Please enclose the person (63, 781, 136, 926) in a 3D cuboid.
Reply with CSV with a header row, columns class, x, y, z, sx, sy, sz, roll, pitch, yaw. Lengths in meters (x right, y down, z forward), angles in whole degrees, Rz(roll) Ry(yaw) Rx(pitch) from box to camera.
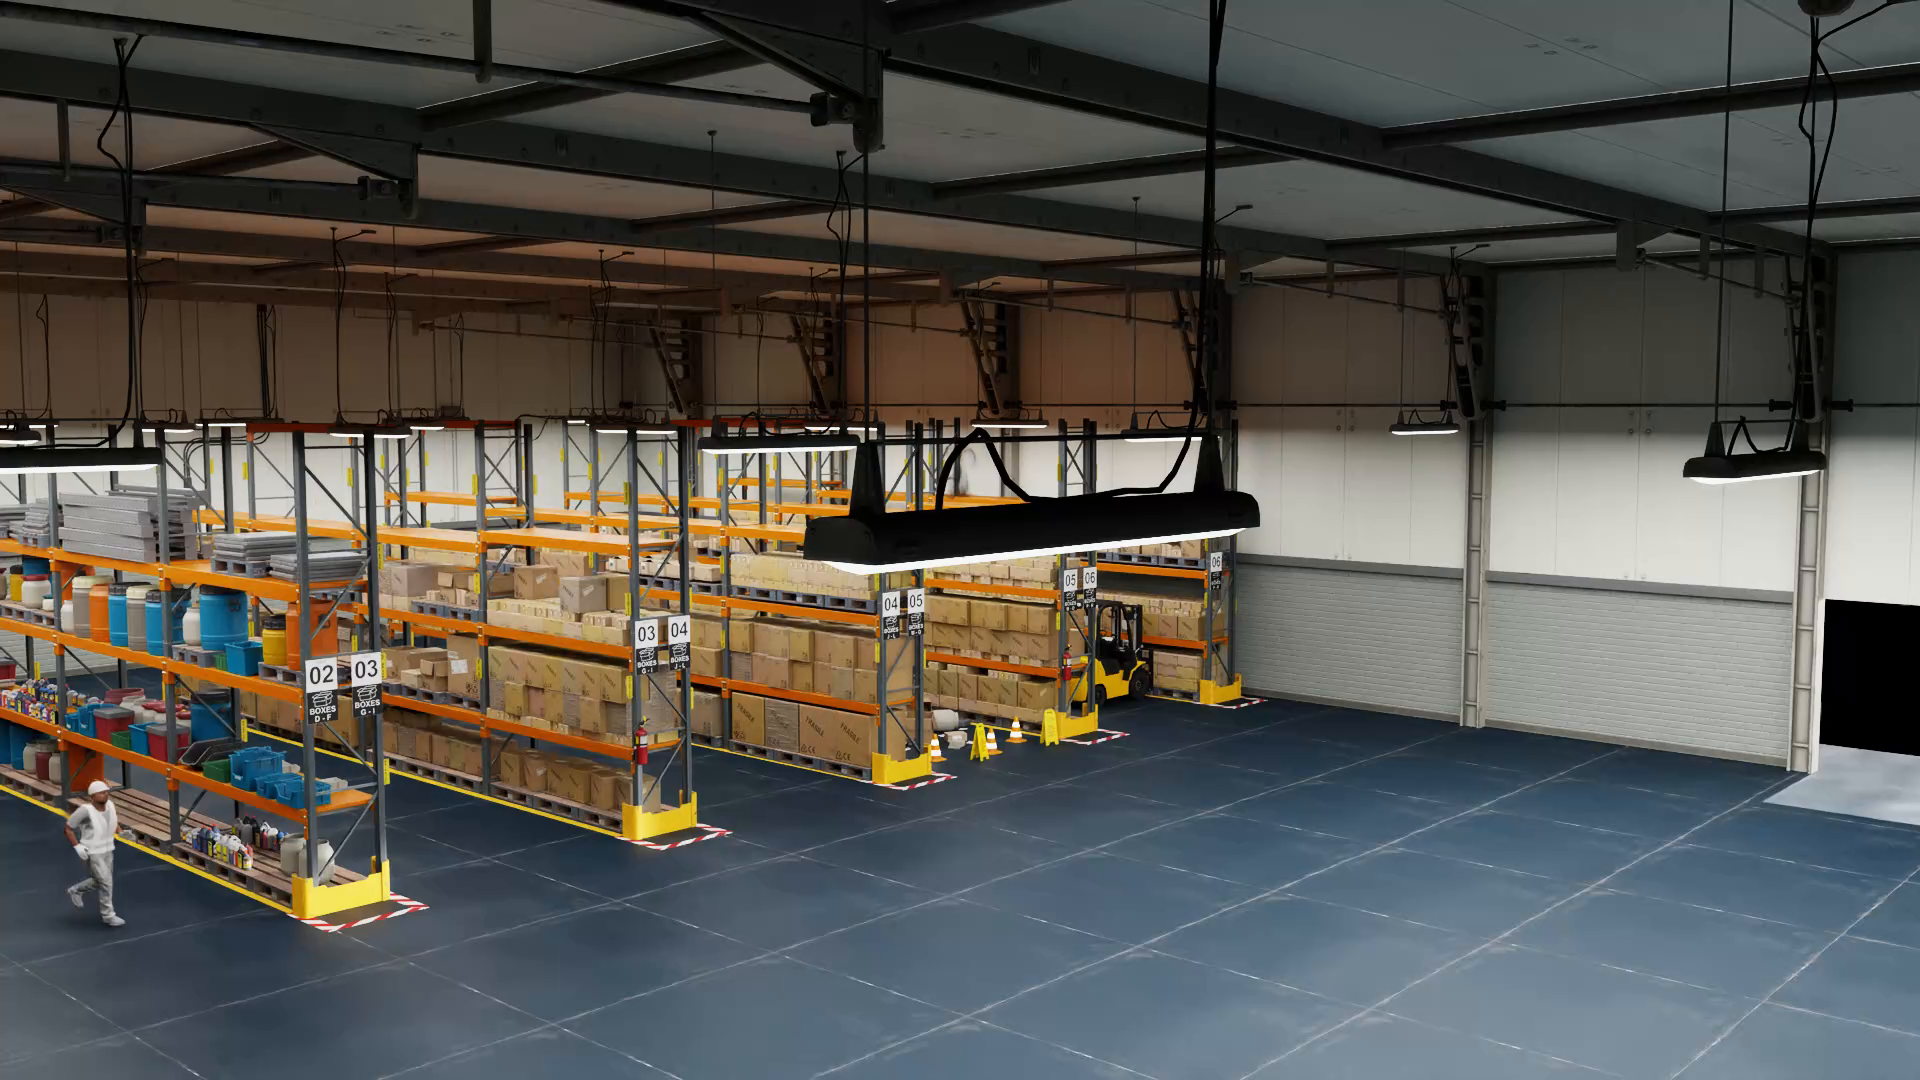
class,x,y,z,sx,sy,sz,roll,pitch,yaw
person,-10.593,3.800,20.288,0.892,1.757,0.665,1,5,15
